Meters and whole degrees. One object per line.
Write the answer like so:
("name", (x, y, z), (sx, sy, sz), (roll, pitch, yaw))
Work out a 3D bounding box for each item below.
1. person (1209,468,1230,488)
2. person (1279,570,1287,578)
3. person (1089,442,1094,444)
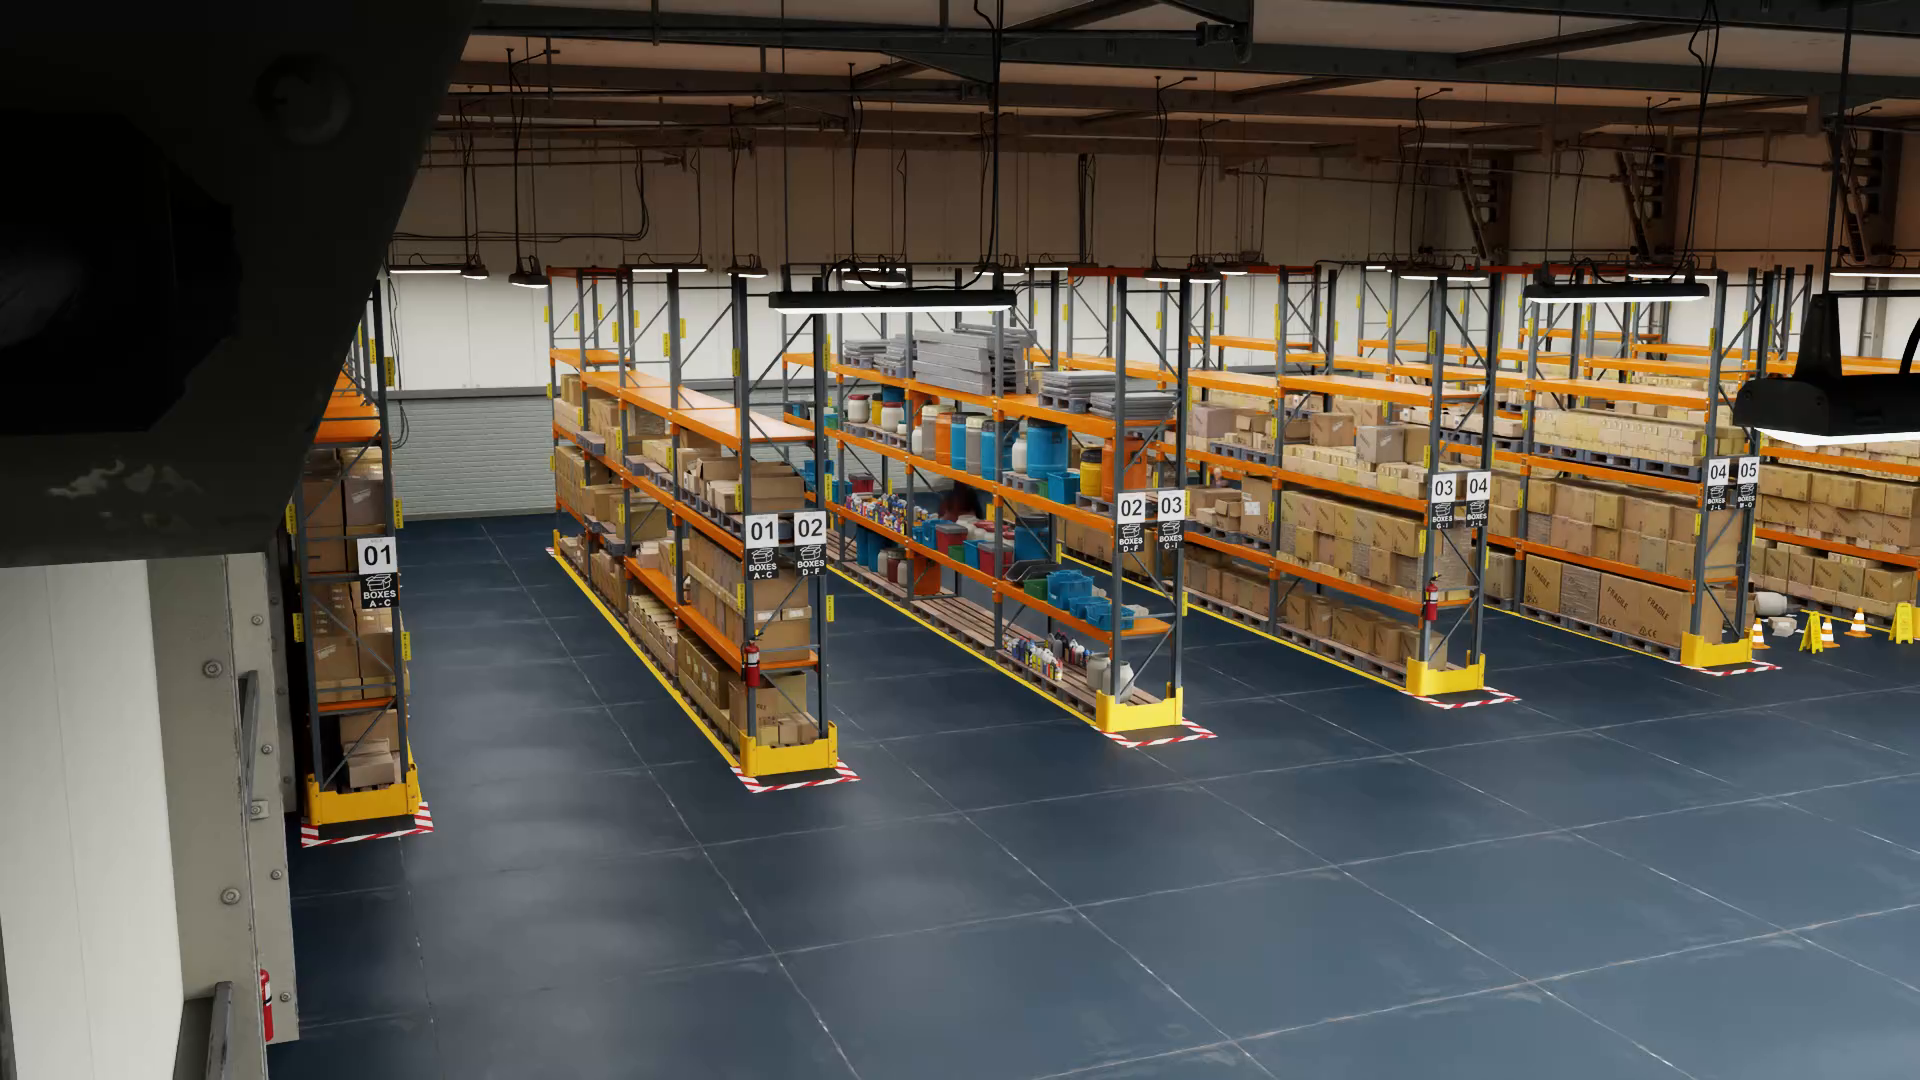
("person", (5.476, -0.669, 35.372), (0.677, 1.736, 1.037), (-3, 10, -17))
("person", (5.890, 0.103, 30.917), (0.529, 1.791, 0.603), (-1, 10, -5))
("person", (3.246, -1.656, 41.472), (0.528, 1.615, 0.928), (-3, 10, -16))
